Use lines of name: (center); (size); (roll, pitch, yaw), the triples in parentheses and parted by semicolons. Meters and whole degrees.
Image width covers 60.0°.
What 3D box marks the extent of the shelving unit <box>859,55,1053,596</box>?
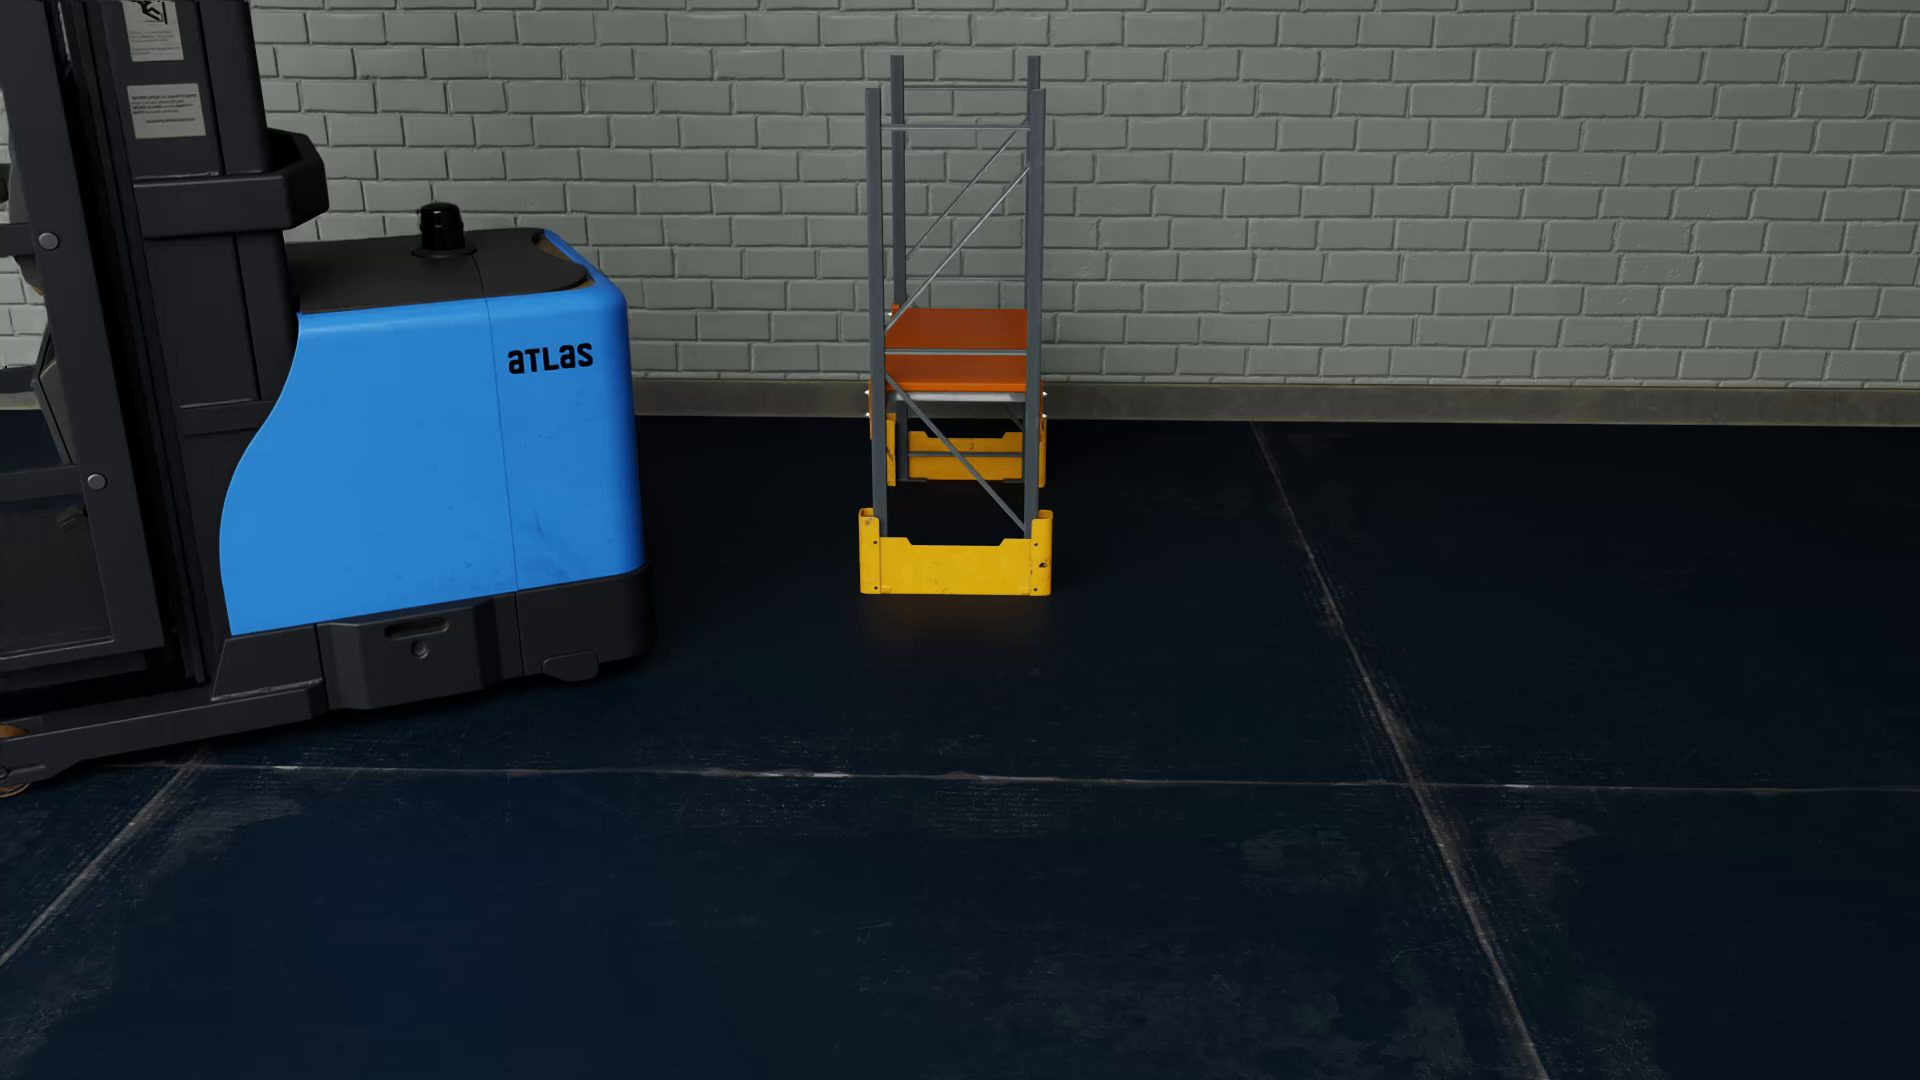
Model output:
shelving unit: (0.002, -0.727, 5.329); (0.587, 1.500, 1.083); (1, 21, 2)

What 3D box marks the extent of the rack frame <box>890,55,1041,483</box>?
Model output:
rack frame: (0.018, -0.914, 5.811); (0.500, 1.500, 0.032); (1, 21, 2)

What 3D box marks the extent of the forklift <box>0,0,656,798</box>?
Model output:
forklift: (-2.403, -0.943, 3.908); (3.031, 2.935, 1.130); (-9, 23, -22)

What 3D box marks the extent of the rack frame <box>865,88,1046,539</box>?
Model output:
rack frame: (-0.013, -0.546, 4.863); (0.500, 1.500, 0.032); (1, 21, 2)

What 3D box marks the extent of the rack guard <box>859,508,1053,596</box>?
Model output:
rack guard: (-0.013, 0.036, 5.091); (0.587, 0.250, 0.087); (1, 21, 2)

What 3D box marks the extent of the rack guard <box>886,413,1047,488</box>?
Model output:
rack guard: (0.017, -0.324, 6.019); (0.587, 0.250, 0.087); (1, 21, 2)

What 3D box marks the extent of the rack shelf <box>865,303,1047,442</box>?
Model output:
rack shelf: (0.003, -0.562, 5.402); (0.538, 0.185, 1.000); (1, 21, 2)
